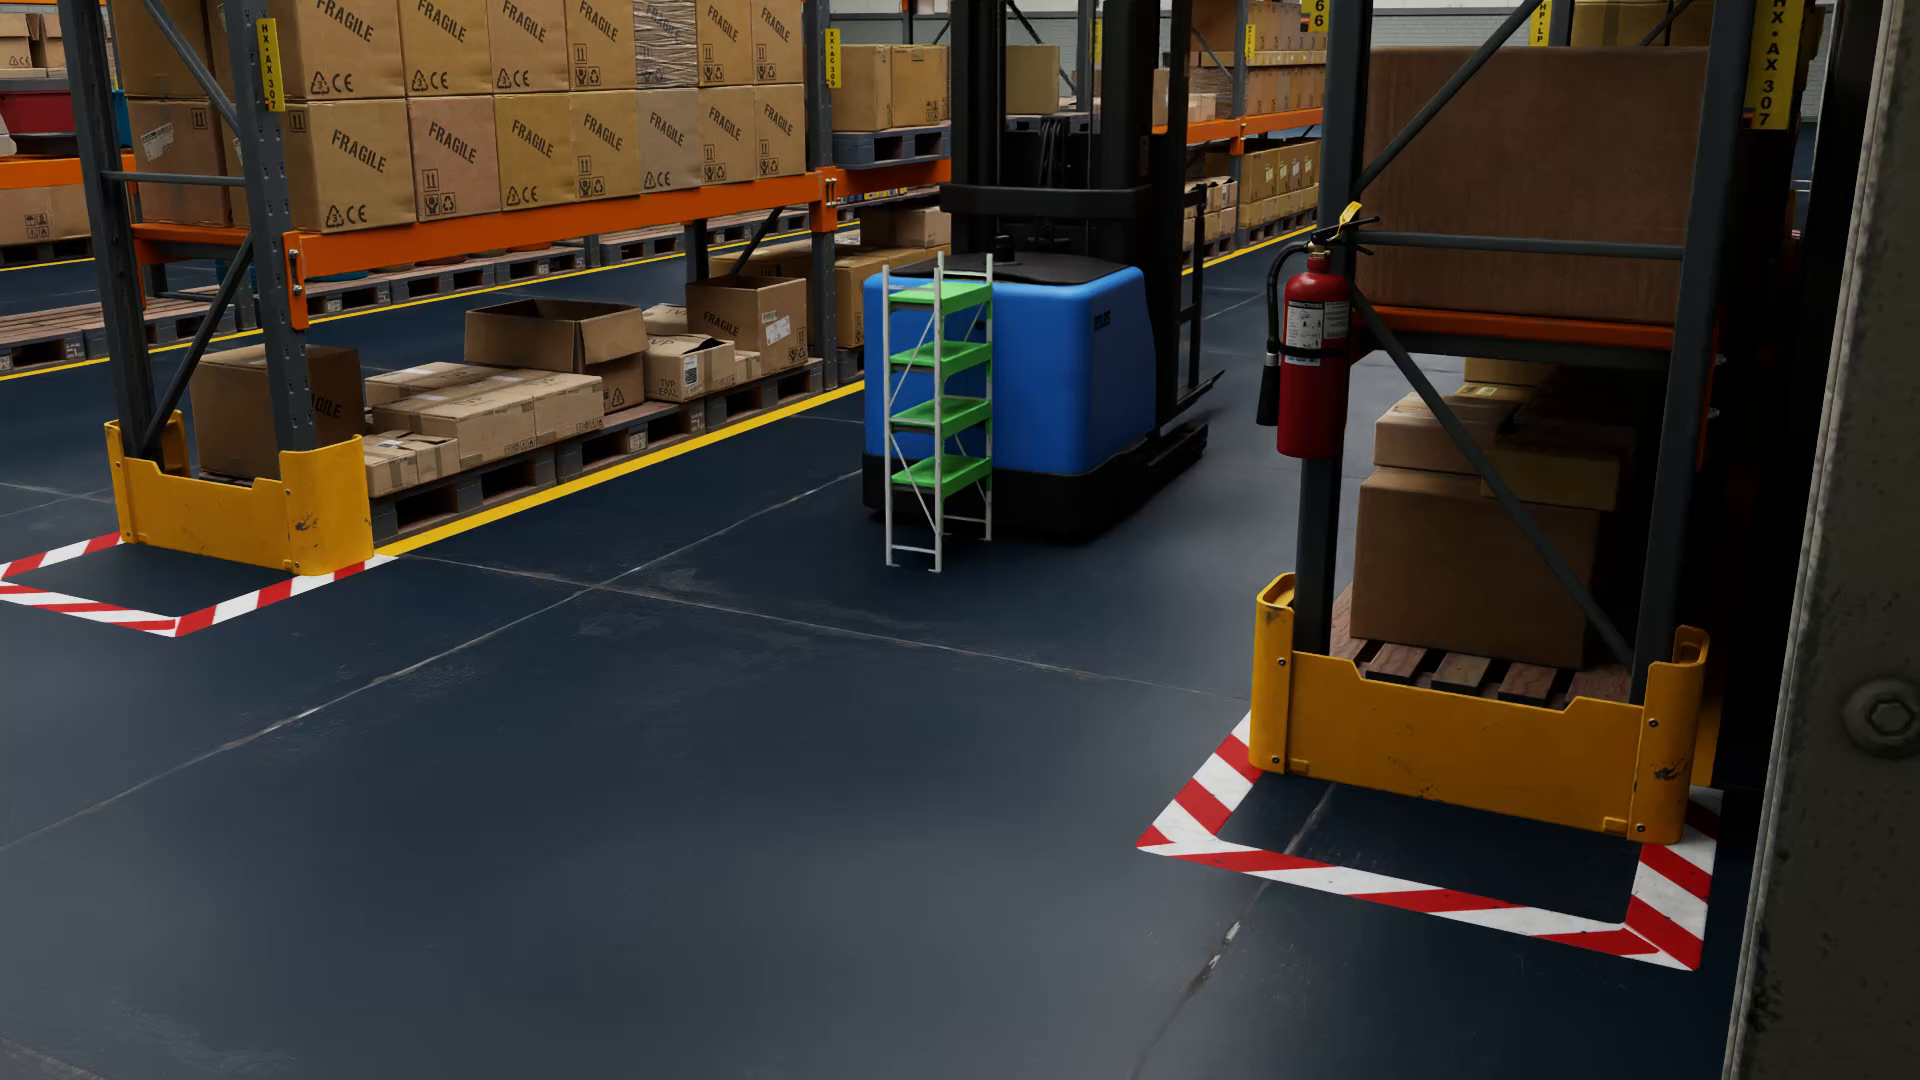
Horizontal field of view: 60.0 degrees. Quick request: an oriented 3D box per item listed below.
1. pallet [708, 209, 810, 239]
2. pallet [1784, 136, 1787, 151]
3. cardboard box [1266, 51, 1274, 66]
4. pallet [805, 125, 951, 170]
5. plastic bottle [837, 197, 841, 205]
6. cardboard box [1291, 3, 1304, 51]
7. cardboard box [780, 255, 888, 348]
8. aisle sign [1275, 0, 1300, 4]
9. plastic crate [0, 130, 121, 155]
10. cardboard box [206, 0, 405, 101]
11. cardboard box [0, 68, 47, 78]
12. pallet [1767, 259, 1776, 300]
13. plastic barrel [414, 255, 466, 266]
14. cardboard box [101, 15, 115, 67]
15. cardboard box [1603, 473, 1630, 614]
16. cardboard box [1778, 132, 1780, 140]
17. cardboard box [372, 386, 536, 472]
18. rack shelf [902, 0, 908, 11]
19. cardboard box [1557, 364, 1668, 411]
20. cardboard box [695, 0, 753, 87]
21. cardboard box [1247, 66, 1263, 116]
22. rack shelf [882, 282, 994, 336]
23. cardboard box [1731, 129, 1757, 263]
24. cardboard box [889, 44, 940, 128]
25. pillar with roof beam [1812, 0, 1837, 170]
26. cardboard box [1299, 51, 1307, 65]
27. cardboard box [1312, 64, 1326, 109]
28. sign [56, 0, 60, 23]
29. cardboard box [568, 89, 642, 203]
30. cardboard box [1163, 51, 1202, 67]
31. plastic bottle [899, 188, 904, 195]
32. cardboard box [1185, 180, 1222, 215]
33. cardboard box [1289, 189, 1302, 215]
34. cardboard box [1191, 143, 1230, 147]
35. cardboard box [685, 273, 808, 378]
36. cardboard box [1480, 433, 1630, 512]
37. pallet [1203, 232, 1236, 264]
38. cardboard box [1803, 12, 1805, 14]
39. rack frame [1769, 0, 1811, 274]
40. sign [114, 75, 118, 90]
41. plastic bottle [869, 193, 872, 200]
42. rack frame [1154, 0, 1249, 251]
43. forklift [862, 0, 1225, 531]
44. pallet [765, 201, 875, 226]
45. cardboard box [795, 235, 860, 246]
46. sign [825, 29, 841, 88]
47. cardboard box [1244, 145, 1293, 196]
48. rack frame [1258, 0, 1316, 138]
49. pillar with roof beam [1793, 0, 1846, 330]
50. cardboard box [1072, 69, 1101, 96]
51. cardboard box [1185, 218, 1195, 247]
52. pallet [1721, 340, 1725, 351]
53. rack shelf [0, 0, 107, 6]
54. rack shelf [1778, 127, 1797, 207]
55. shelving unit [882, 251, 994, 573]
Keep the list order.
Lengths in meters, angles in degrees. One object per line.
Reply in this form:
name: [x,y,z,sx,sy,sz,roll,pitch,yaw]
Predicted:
pallet: [-2.389,-3.533,18.549,1.003,0.211,1.213,8,18,25]
pallet: [5.226,-2.899,11.852,1.213,0.211,1.003,8,18,25]
cardboard box: [3.106,-5.107,17.635,0.380,0.149,0.250,7,18,24]
pallet: [-0.763,-2.504,10.522,1.003,0.211,1.213,8,18,25]
plastic bottle: [-1.447,-4.022,19.438,0.097,0.201,0.097,0,17,0]
cardboard box: [3.446,-5.738,18.622,0.700,0.500,0.500,8,18,26]
cardboard box: [-0.783,-1.511,10.460,0.500,0.500,0.500,7,18,23]
aisle sign: [3.900,-6.764,19.965,0.394,0.787,0.004,8,18,25]
plastic crate: [-5.907,-2.615,10.937,0.437,0.125,0.590,8,18,25]
cardboard box: [-2.571,-1.994,6.537,0.500,0.500,0.500,9,19,27]
cardboard box: [-8.975,-4.188,15.682,0.500,0.500,0.500,8,19,26]
pallet: [6.444,-2.279,14.327,1.003,0.211,1.213,8,18,25]
plastic barrel: [-4.568,-2.687,14.300,0.600,0.588,0.708,8,18,25]
cardboard box: [-8.632,-5.031,16.756,0.797,0.503,0.637,9,19,27]
cardboard box: [1.875,-0.079,5.676,0.700,0.500,0.500,8,18,25]
cardboard box: [4.102,-2.323,8.845,0.500,0.500,0.500,8,18,24]
cardboard box: [-2.285,-0.510,7.529,0.500,0.250,0.500,8,18,25]
rack shelf: [-1.179,-6.677,20.233,1.077,0.370,4.000,8,18,25]
cardboard box: [2.453,-0.593,6.266,0.380,0.149,0.250,8,18,24]
cardboard box: [-1.438,-2.641,8.715,0.500,0.500,0.500,8,18,24]
cardboard box: [2.780,-4.741,17.541,0.700,0.500,0.500,8,18,25]
rack shelf: [-0.082,-0.921,6.557,0.258,0.148,0.480,8,18,24]
cardboard box: [2.311,-1.413,5.985,0.980,0.700,0.700,7,18,23]
cardboard box: [-0.555,-2.931,10.710,0.700,0.500,0.500,12,20,34]
pillar with roof beam: [10.550,-11.025,28.339,9.100,9.000,0.400,8,18,25]
cardboard box: [3.683,-5.437,18.747,0.380,0.149,0.250,9,19,27]
cardboard box: [3.925,-5.393,19.738,0.700,0.500,0.500,8,18,25]
sign: [-3.492,-2.169,6.471,0.100,0.325,0.005,8,18,25]
cardboard box: [-1.893,-1.901,7.981,0.500,0.500,0.500,8,18,26]
cardboard box: [2.287,-4.899,16.936,0.380,0.149,0.250,8,18,25]
plastic bottle: [-0.749,-4.447,20.726,0.061,0.283,0.133,9,19,27]
cardboard box: [2.206,-3.323,16.050,0.500,0.311,0.500,9,19,27]
cardboard box: [3.510,-3.788,18.601,0.500,0.250,0.500,8,18,25]
cardboard box: [2.823,-4.086,18.288,0.500,0.500,0.500,8,18,25]
cardboard box: [-1.218,-1.237,9.540,0.500,0.500,0.500,8,18,25]
cardboard box: [1.775,-0.206,4.962,0.380,0.149,0.250,8,18,26]
pallet: [2.063,-2.914,16.466,1.003,0.211,1.213,8,18,25]
cardboard box: [5.033,-3.207,10.502,0.500,0.250,0.500,9,19,27]
rack frame: [6.791,-3.814,14.599,1.000,3.000,0.127,8,18,25]
sign: [-6.138,-3.240,12.179,0.100,0.325,0.005,8,18,25]
plastic bottle: [-1.109,-4.214,20.087,0.097,0.201,0.097,0,17,0]
rack frame: [2.357,-4.444,16.717,1.000,3.000,0.127,8,18,25]
forklift: [0.616,-1.818,7.996,1.130,2.935,3.031,7,18,22]
pallet: [-1.735,-3.904,19.797,1.003,0.211,1.213,8,18,25]
cardboard box: [-0.801,-1.833,11.546,0.500,0.500,0.500,8,18,26]
sign: [-0.729,-2.754,9.507,0.100,0.325,0.005,8,18,25]
cardboard box: [3.291,-4.019,18.063,0.500,0.500,0.500,8,18,25]
rack frame: [4.145,-5.463,20.148,1.000,3.000,0.127,8,18,25]
pillar with roof beam: [2.507,-6.440,12.902,9.100,9.000,0.400,8,18,25]
cardboard box: [1.305,-3.902,14.719,0.500,0.500,0.500,7,18,22]
cardboard box: [1.975,-2.925,15.697,0.500,0.250,0.500,9,19,27]
pallet: [4.583,-1.268,10.921,1.003,0.211,1.213,8,18,25]
rack shelf: [-14.475,-8.568,26.599,1.077,0.370,4.000,8,18,25]
rack shelf: [5.897,-2.960,12.986,1.077,0.370,4.000,8,18,25]
shelving unit: [-0.082,-0.522,6.675,0.258,1.200,0.503,8,18,24]
